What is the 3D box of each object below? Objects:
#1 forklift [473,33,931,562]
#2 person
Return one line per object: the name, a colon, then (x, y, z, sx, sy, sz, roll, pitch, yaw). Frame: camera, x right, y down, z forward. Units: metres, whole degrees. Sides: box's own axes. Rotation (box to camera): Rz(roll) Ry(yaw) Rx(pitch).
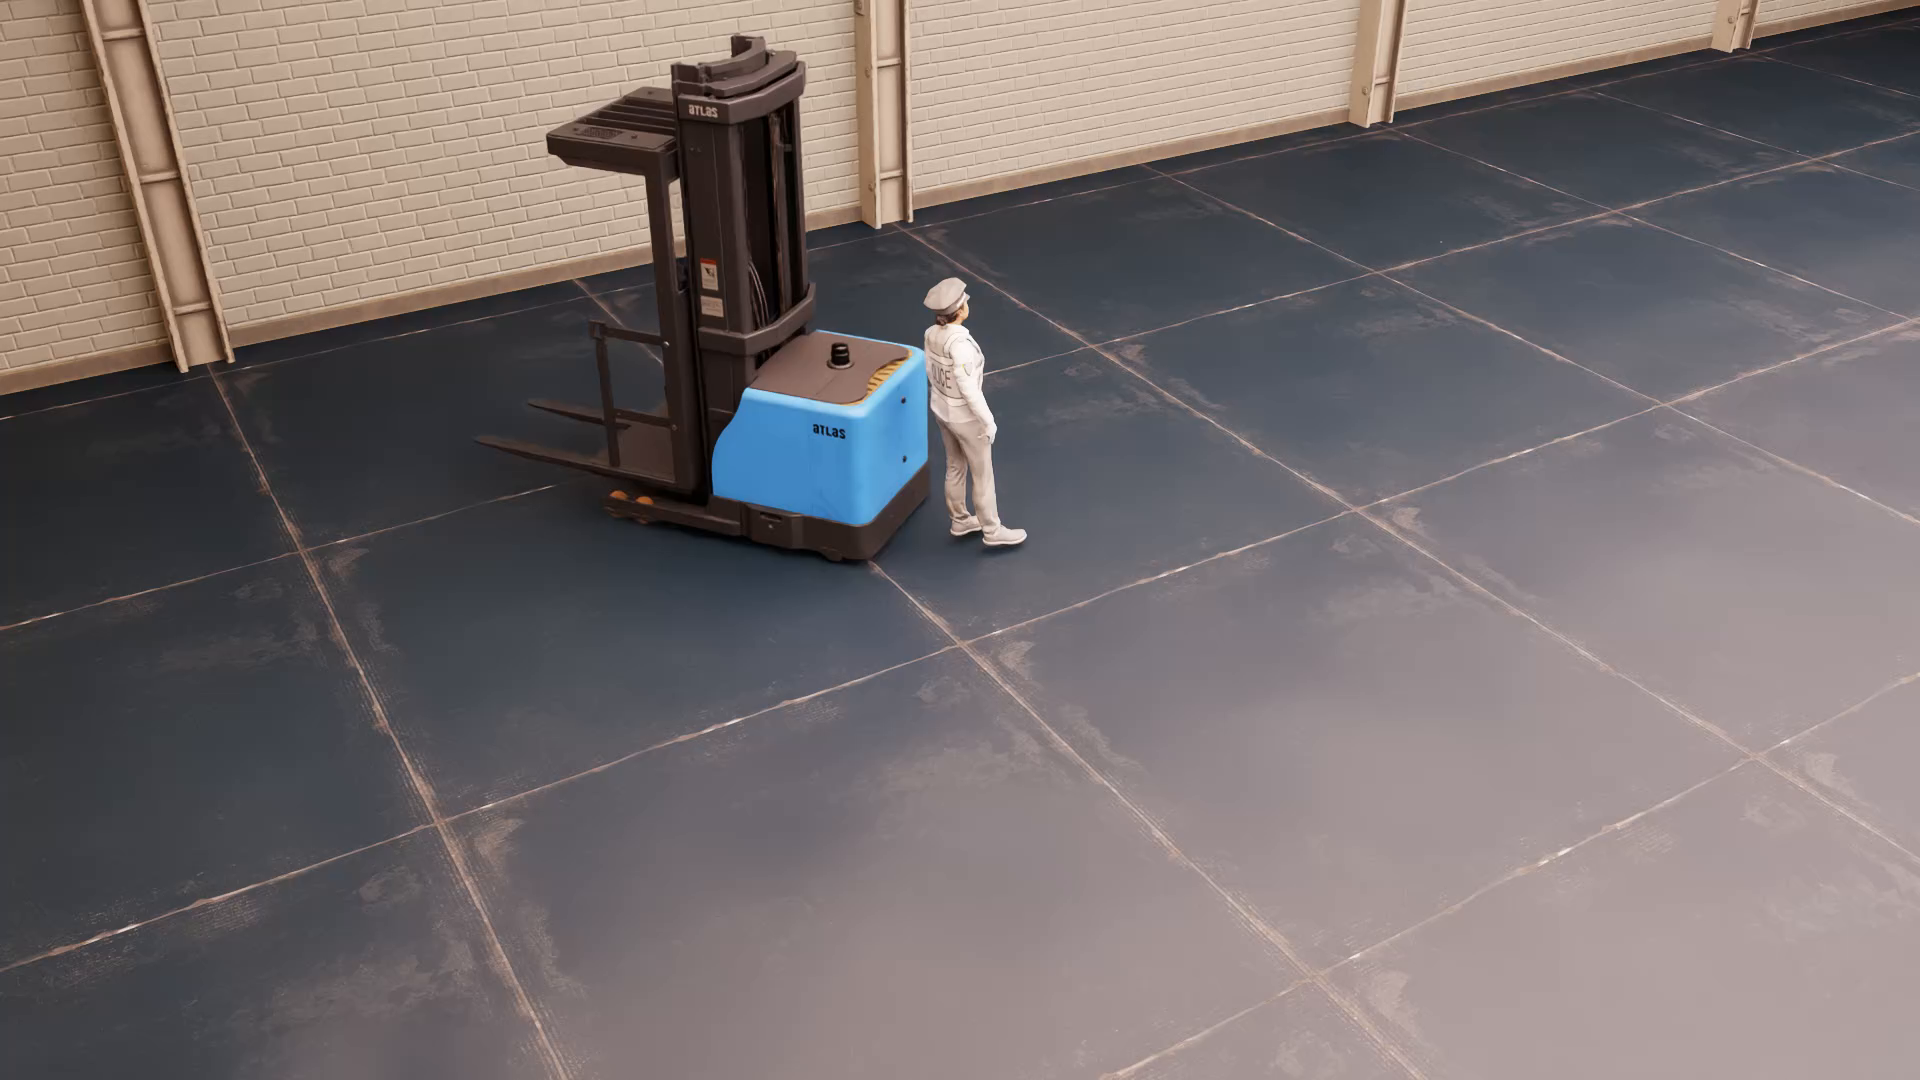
forklift: (-1.759, -1.604, 10.325, 3.031, 2.935, 1.130, 12, 33, 19)
person: (0.063, -0.782, 10.066, 0.529, 1.694, 0.586, -17, 35, -26)
